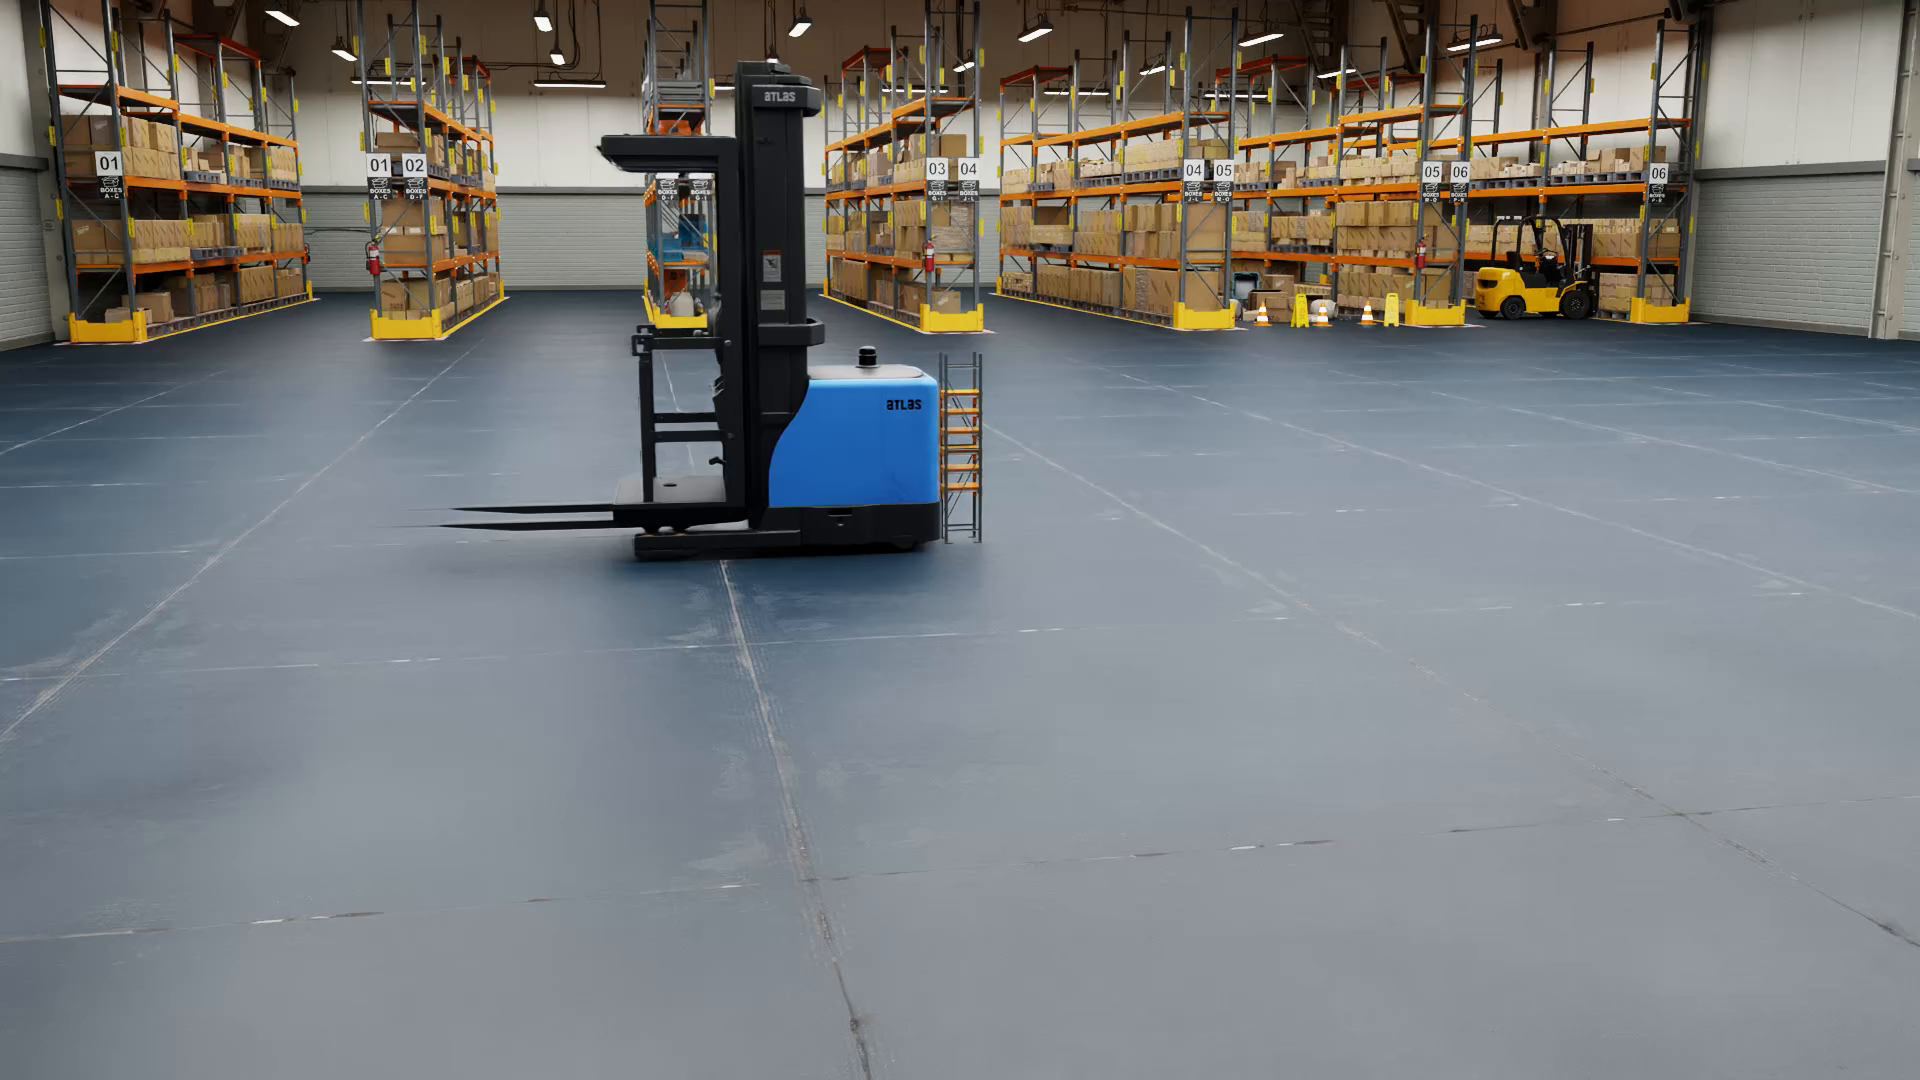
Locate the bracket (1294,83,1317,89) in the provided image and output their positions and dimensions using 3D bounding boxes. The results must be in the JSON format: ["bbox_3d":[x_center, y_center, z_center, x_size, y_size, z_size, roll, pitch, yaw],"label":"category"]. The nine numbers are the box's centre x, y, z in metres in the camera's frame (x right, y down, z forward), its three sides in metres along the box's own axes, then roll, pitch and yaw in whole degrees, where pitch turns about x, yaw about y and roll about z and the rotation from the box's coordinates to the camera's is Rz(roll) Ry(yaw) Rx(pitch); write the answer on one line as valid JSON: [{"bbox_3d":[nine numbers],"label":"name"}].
[{"bbox_3d":[10.725,-14.738,54.437,0.076,0.066,5.218,-2,11,-11],"label":"bracket"}]

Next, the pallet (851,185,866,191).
[{"bbox_3d":[-2.247,-8.858,41.703,0.805,0.209,1.217,-3,11,-13],"label":"pallet"}]

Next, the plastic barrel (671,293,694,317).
[{"bbox_3d":[-5.201,-4.366,31.143,0.421,0.512,0.421,0,11,0],"label":"plastic barrel"}]

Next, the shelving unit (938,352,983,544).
[{"bbox_3d":[0.003,-0.587,10.570,0.258,1.200,0.189,-2,11,-11],"label":"shelving unit"}]

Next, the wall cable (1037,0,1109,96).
[{"bbox_3d":[3.569,-15.609,52.595,2.355,3.000,0.029,-2,11,-11],"label":"wall cable"}]

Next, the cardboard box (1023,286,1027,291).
[{"bbox_3d":[1.917,-6.769,44.739,0.380,0.149,0.250,-2,11,-13],"label":"cardboard box"}]

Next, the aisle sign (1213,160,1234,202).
[{"bbox_3d":[5.053,-6.881,31.873,0.394,0.787,0.004,-2,11,-11],"label":"aisle sign"}]

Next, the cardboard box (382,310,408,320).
[{"bbox_3d":[-10.252,-4.028,30.066,0.500,0.250,0.500,-2,11,-11],"label":"cardboard box"}]

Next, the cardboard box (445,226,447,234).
[{"bbox_3d":[-10.373,-6.144,32.951,0.380,0.149,0.250,-2,11,-11],"label":"cardboard box"}]

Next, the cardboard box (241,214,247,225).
[{"bbox_3d":[-16.213,-7.136,37.042,0.500,0.250,0.500,-2,11,-12],"label":"cardboard box"}]

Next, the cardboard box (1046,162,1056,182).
[{"bbox_3d":[2.583,-9.249,41.847,0.797,0.503,0.637,-2,11,-12],"label":"cardboard box"}]

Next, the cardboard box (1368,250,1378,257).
[{"bbox_3d":[8.866,-6.065,35.211,0.380,0.149,0.250,-2,11,-11],"label":"cardboard box"}]

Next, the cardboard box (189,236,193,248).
[{"bbox_3d":[-15.560,-5.997,32.738,0.700,0.500,0.500,-2,11,-11],"label":"cardboard box"}]

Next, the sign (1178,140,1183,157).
[{"bbox_3d":[4.210,-7.458,31.681,0.100,0.325,0.005,-2,11,-11],"label":"sign"}]

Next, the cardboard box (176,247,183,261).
[{"bbox_3d":[-15.016,-5.406,31.424,0.500,0.250,0.500,-2,11,-11],"label":"cardboard box"}]

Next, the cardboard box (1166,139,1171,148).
[{"bbox_3d":[4.250,-7.745,32.495,0.380,0.149,0.250,-2,11,-10],"label":"cardboard box"}]

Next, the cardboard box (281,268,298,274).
[{"bbox_3d":[-17.340,-6.947,42.999,0.380,0.149,0.250,-2,11,-9],"label":"cardboard box"}]

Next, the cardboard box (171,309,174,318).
[{"bbox_3d":[-15.361,-4.365,32.006,0.380,0.166,0.250,-4,11,-18],"label":"cardboard box"}]

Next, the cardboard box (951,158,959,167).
[{"bbox_3d":[0.033,-7.099,31.283,0.380,0.149,0.250,-2,11,-11],"label":"cardboard box"}]

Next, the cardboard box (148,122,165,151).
[{"bbox_3d":[-14.902,-7.383,30.448,0.500,0.500,0.500,-3,11,-13],"label":"cardboard box"}]

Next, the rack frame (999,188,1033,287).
[{"bbox_3d":[1.633,-8.540,47.545,1.000,3.000,0.127,-2,11,-11],"label":"rack frame"}]

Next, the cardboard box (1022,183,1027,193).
[{"bbox_3d":[1.965,-9.379,44.329,0.500,0.250,0.500,-2,11,-11],"label":"cardboard box"}]

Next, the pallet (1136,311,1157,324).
[{"bbox_3d":[4.279,-4.603,34.316,1.003,0.211,1.213,-2,11,-11],"label":"pallet"}]

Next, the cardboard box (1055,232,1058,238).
[{"bbox_3d":[2.539,-7.473,40.691,0.380,0.149,0.250,-2,11,-10],"label":"cardboard box"}]

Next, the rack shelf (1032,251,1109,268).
[{"bbox_3d":[2.800,-7.087,41.830,1.077,0.370,4.000,-2,11,-11],"label":"rack shelf"}]

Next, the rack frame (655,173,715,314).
[{"bbox_3d":[-4.998,-5.264,30.330,1.000,3.000,0.127,-2,11,-11],"label":"rack frame"}]

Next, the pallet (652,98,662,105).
[{"bbox_3d":[-5.348,-8.281,31.712,1.003,0.211,1.213,-2,11,-11],"label":"pallet"}]

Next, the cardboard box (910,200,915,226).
[{"bbox_3d":[-0.687,-6.406,32.592,0.500,0.500,0.500,-2,11,-11],"label":"cardboard box"}]

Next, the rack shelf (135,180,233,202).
[{"bbox_3d":[-15.883,-7.124,34.006,1.077,0.370,4.000,-2,11,-11],"label":"rack shelf"}]

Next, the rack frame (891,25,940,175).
[{"bbox_3d":[-0.918,-9.125,34.570,1.000,3.000,0.127,-2,11,-11],"label":"rack frame"}]

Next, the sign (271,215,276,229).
[{"bbox_3d":[-16.520,-7.656,40.013,0.100,0.325,0.005,-2,11,-11],"label":"sign"}]

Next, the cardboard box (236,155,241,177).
[{"bbox_3d":[-16.780,-8.484,37.782,0.700,0.500,0.500,-2,11,-11],"label":"cardboard box"}]

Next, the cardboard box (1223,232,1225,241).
[{"bbox_3d":[7.185,-7.992,43.726,0.500,0.250,0.500,-2,11,-10],"label":"cardboard box"}]

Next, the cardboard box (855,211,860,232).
[{"bbox_3d":[-2.219,-7.944,41.459,0.797,0.503,0.637,-2,11,-10],"label":"cardboard box"}]

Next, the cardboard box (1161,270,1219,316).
[{"bbox_3d":[4.548,-4.890,32.927,0.875,0.875,0.875,-2,11,-11],"label":"cardboard box"}]

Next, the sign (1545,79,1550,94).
[{"bbox_3d":[13.141,-10.142,37.206,0.100,0.325,0.005,-2,11,-11],"label":"sign"}]

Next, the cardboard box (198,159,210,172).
[{"bbox_3d":[-16.111,-7.664,34.588,0.797,0.503,0.637,-1,11,-3],"label":"cardboard box"}]

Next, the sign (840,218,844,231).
[{"bbox_3d":[-3.018,-8.089,42.644,0.100,0.325,0.005,-2,11,-11],"label":"sign"}]

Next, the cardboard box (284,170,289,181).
[{"bbox_3d":[-17.217,-9.178,41.883,0.500,0.250,0.500,-2,11,-13],"label":"cardboard box"}]

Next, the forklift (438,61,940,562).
[{"bbox_3d":[-1.686,-1.415,10.294,3.031,2.935,1.130,-2,11,-9],"label":"forklift"}]

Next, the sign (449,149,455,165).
[{"bbox_3d":[-10.092,-7.605,33.013,0.100,0.325,0.005,-2,11,-11],"label":"sign"}]

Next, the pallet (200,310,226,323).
[{"bbox_3d":[-15.888,-4.634,34.481,1.003,0.211,1.213,-2,11,-11],"label":"pallet"}]

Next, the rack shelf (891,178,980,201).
[{"bbox_3d":[-0.529,-6.931,32.991,1.077,0.370,4.000,-2,11,-11],"label":"rack shelf"}]

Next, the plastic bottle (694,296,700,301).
[{"bbox_3d":[-5.268,-4.710,33.330,0.144,0.351,0.185,-2,11,-11],"label":"plastic bottle"}]

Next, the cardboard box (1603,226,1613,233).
[{"bbox_3d":[13.902,-6.596,35.324,0.380,0.149,0.250,-2,11,-13],"label":"cardboard box"}]

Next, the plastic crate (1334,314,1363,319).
[{"bbox_3d":[8.304,-4.786,35.628,0.402,0.080,0.583,-6,13,-31],"label":"plastic crate"}]

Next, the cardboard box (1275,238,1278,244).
[{"bbox_3d":[7.906,-7.288,40.515,0.380,0.149,0.250,-3,11,-14],"label":"cardboard box"}]

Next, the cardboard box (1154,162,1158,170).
[{"bbox_3d":[4.101,-7.493,33.301,0.380,0.149,0.250,-2,11,-11],"label":"cardboard box"}]

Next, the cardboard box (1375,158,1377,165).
[{"bbox_3d":[8.927,-7.928,34.845,0.380,0.149,0.250,-2,11,-10],"label":"cardboard box"}]

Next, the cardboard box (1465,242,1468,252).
[{"bbox_3d":[12.740,-7.289,41.371,0.500,0.250,0.500,-2,11,-11],"label":"cardboard box"}]

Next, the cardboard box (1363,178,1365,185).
[{"bbox_3d":[8.826,-7.634,35.431,0.380,0.149,0.250,-2,11,-13],"label":"cardboard box"}]

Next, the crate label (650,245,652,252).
[{"bbox_3d":[-6.840,-6.558,37.577,0.303,0.233,0.416,-2,11,-11],"label":"crate label"}]

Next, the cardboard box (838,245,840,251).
[{"bbox_3d":[-3.004,-7.707,43.838,0.380,0.149,0.250,-2,11,-10],"label":"cardboard box"}]
